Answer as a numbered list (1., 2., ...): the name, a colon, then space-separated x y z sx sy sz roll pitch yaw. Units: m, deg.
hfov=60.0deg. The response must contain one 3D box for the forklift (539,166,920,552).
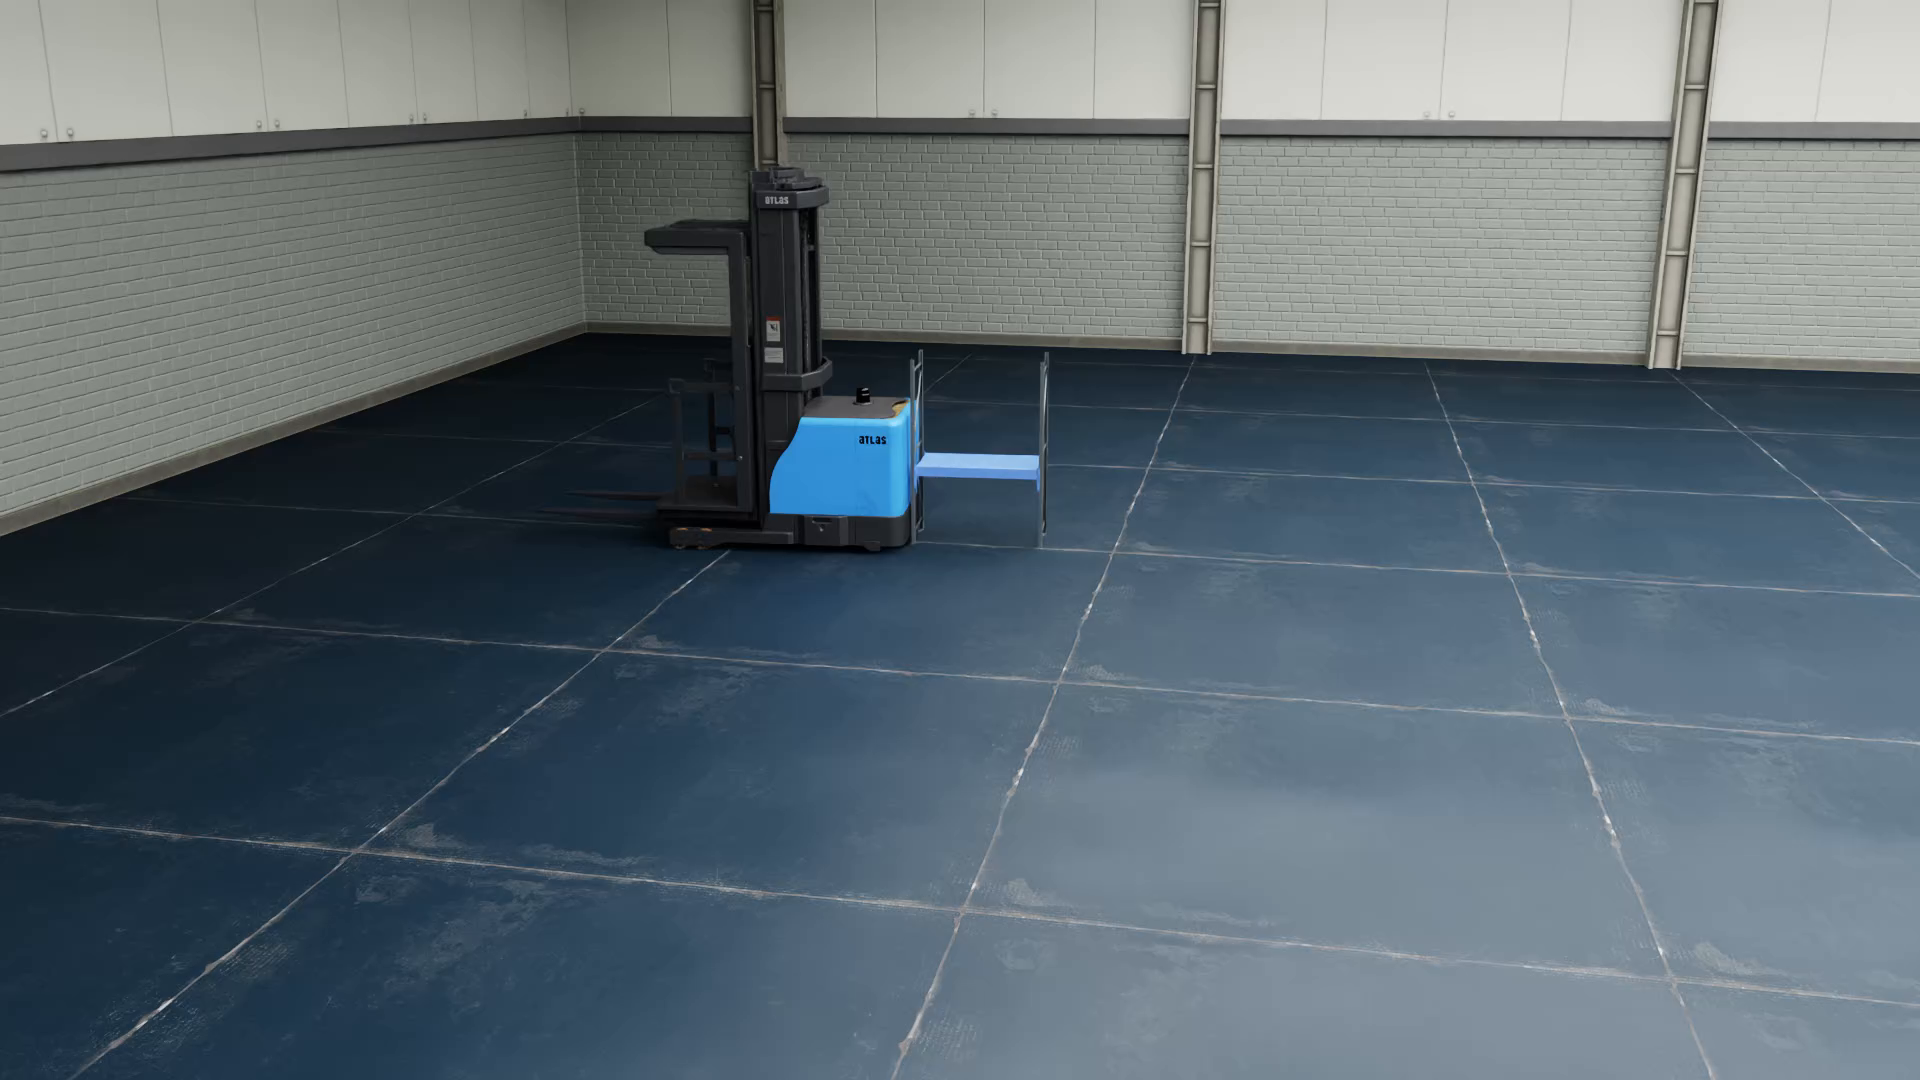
1. forklift: -1.883 -1.475 13.325 3.031 2.935 1.130 2 16 7

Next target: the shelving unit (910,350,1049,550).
1. shelving unit: 0.161 -0.729 13.315 1.048 1.500 0.538 2 16 7

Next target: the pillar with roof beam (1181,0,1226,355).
1. pillar with roof beam: 2.382 -5.776 17.486 0.400 9.000 9.100 3 16 11

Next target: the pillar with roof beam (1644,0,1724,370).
1. pillar with roof beam: 8.262 -5.457 16.334 0.400 9.000 9.100 3 16 11

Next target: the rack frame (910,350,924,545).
1. rack frame: -0.344 -0.746 13.375 0.032 1.500 0.500 2 16 7

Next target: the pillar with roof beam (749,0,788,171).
1. pillar with roof beam: -3.498 -6.095 18.638 0.400 9.000 9.100 3 16 11

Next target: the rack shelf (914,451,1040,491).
1. rack shelf: 0.161 -0.556 13.363 1.000 0.185 0.538 2 16 7

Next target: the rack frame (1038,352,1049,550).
1. rack frame: 0.665 -0.713 13.255 0.032 1.500 0.500 2 16 7
